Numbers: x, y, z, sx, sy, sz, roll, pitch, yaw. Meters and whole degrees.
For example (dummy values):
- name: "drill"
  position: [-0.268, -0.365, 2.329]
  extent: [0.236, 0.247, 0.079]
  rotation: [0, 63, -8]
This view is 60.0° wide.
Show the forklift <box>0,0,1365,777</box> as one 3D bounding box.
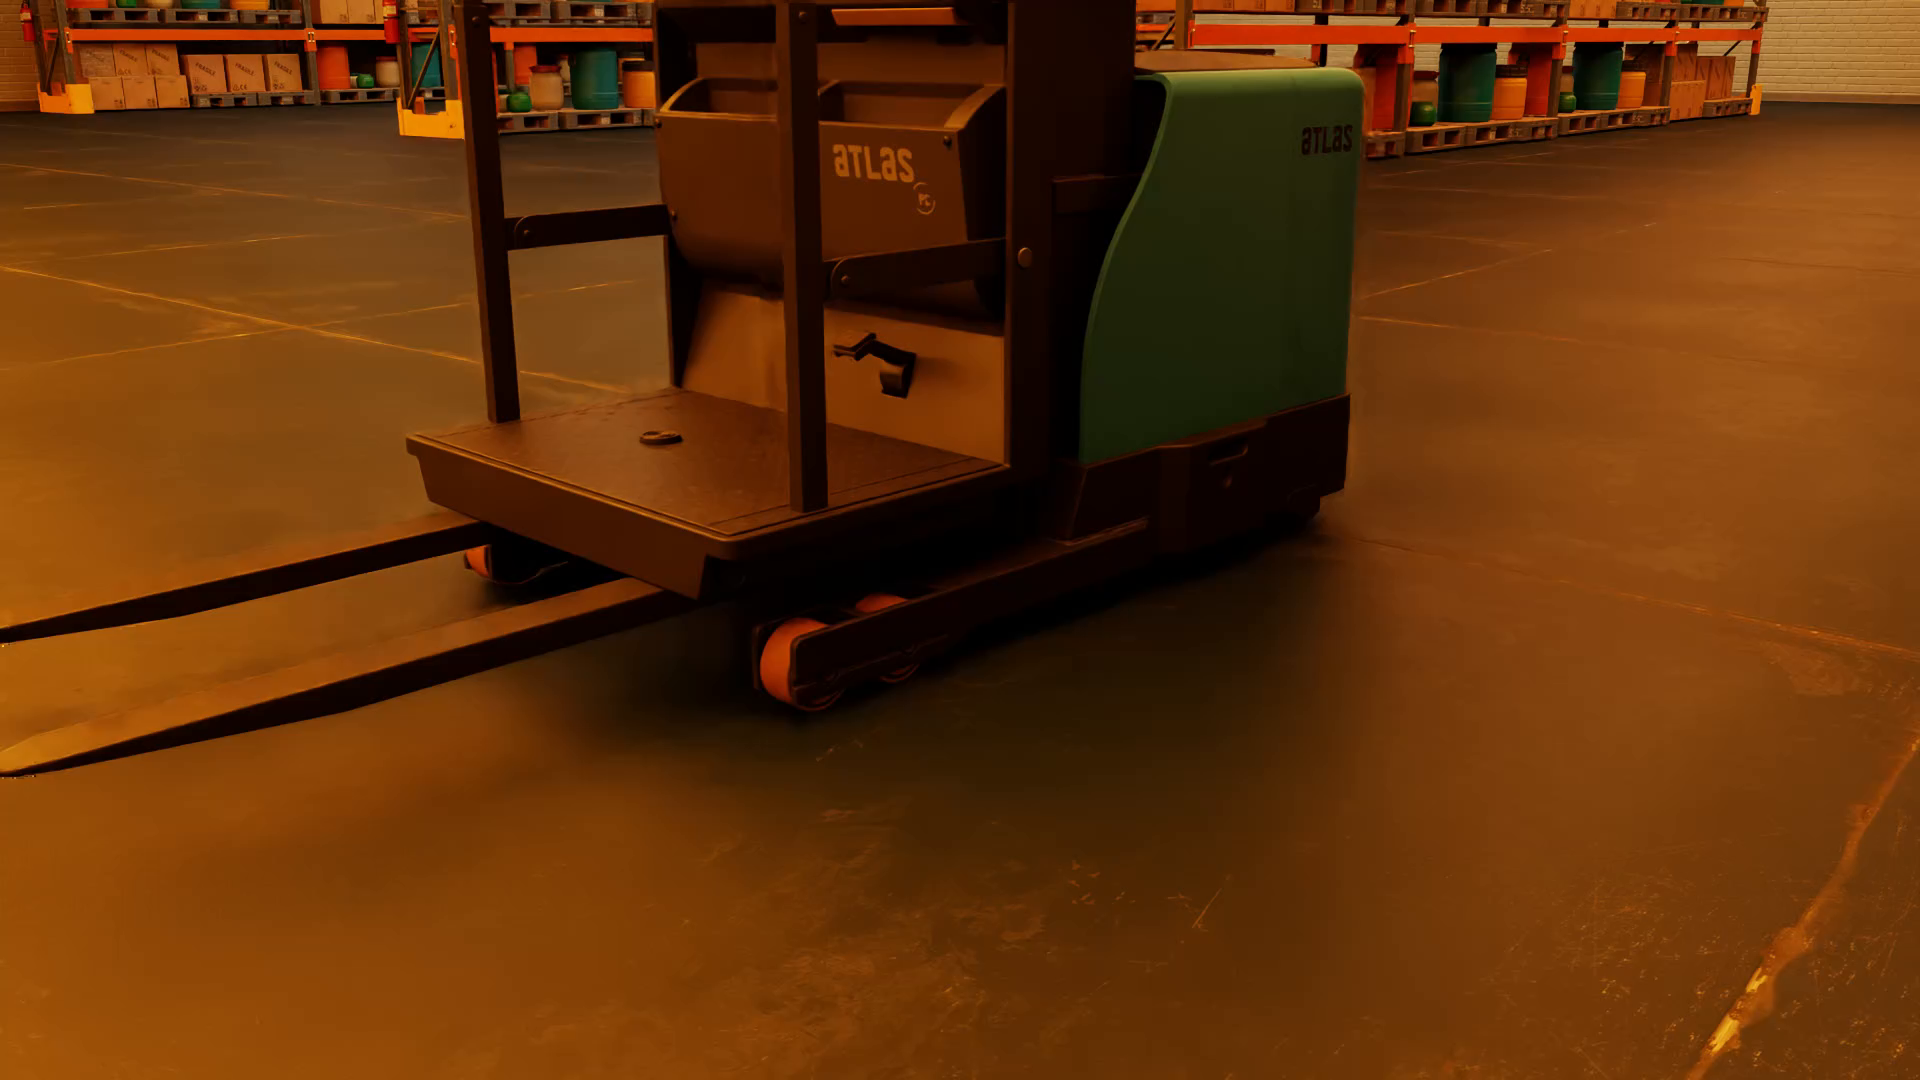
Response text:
- name: "forklift"
  position: [-0.431, -1.266, 3.067]
  extent: [1.130, 2.935, 3.031]
  rotation: [16, 23, 42]
